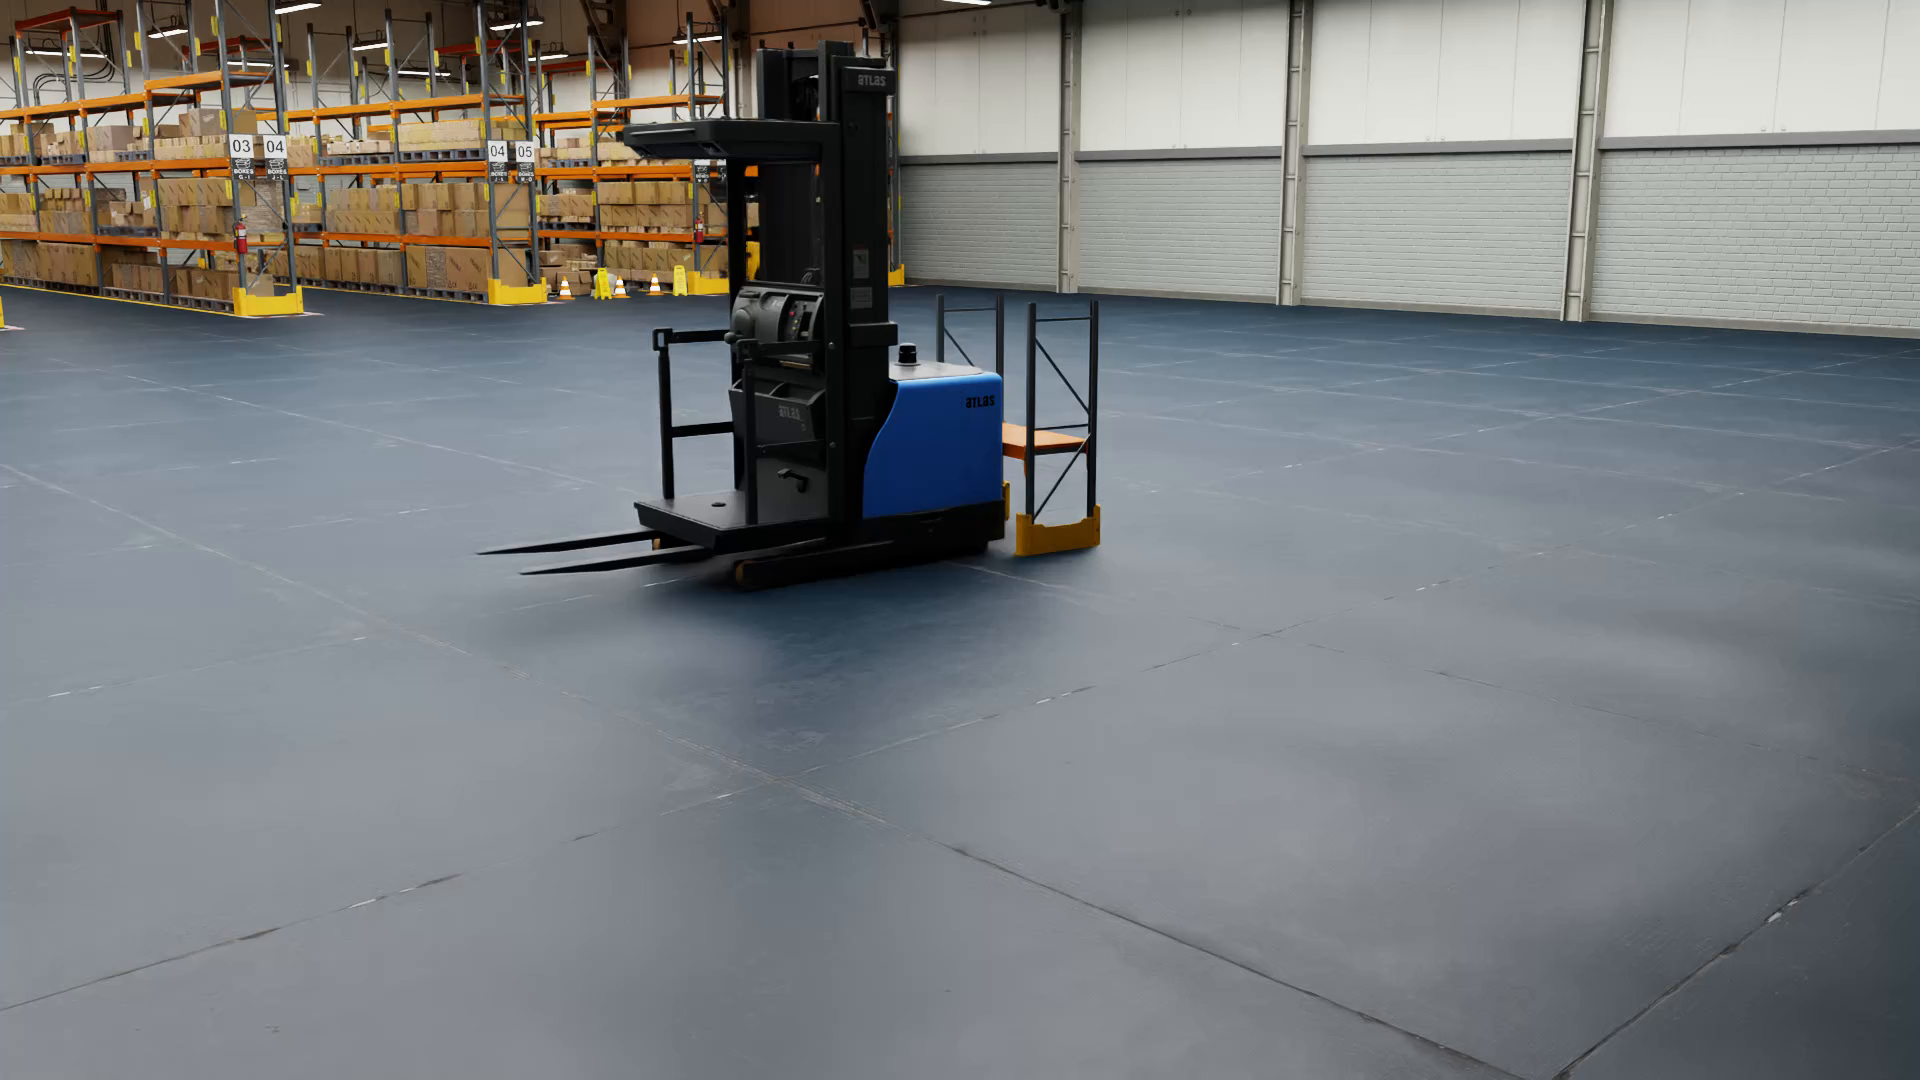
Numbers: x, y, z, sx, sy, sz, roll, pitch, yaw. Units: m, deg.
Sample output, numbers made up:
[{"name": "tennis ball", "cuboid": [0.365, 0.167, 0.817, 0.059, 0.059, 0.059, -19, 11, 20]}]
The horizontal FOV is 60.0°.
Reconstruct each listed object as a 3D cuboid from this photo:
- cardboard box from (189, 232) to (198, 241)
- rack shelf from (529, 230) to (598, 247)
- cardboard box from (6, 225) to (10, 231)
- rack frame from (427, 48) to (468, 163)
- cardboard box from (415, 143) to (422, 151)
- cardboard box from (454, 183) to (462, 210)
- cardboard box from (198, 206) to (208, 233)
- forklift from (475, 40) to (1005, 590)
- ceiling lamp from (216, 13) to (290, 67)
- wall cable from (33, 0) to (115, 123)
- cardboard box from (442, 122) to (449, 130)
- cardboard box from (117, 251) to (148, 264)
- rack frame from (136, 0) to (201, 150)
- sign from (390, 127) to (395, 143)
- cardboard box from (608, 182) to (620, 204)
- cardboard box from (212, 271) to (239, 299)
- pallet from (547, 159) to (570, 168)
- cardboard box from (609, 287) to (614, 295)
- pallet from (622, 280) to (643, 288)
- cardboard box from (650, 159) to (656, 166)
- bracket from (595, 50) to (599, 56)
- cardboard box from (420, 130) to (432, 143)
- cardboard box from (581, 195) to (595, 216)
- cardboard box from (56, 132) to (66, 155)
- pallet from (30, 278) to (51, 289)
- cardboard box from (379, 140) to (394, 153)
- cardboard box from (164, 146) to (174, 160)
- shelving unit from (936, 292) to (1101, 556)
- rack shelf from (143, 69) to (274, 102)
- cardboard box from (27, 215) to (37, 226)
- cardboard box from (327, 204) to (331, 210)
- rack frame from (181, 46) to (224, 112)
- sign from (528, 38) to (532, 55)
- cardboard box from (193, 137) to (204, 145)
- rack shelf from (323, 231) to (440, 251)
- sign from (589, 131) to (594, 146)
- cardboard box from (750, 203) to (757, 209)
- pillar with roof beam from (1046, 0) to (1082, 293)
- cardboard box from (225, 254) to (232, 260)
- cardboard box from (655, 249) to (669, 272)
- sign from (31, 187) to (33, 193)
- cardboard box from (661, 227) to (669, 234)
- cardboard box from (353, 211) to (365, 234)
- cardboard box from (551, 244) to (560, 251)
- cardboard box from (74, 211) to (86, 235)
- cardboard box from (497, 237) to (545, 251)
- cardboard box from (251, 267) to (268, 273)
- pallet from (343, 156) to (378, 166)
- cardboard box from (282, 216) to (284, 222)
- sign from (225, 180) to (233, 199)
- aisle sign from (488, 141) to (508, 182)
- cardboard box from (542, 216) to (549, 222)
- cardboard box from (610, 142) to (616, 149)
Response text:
[{"name": "cardboard box", "cuboid": [-14.438, -5.786, 31.683, 0.380, 0.149, 0.250, -11, 16, -43]}, {"name": "rack shelf", "cuboid": [-9.628, -7.520, 41.259, 1.077, 0.370, 4.000, -11, 16, -43]}, {"name": "cardboard box", "cuboid": [-22.805, -7.542, 40.209, 0.380, 0.149, 0.250, -11, 16, -43]}, {"name": "rack frame", "cuboid": [-13.771, -11.686, 44.832, 1.000, 3.000, 0.127, -11, 16, -43]}, {"name": "cardboard box", "cuboid": [-11.227, -8.265, 34.995, 0.380, 0.149, 0.250, -11, 16, -43]}, {"name": "cardboard box", "cuboid": [-9.958, -7.122, 34.498, 0.875, 0.550, 0.550, -11, 16, -43]}, {"name": "cardboard box", "cuboid": [-13.758, -6.029, 31.258, 0.875, 0.500, 0.500, -11, 16, -43]}, {"name": "forklift", "cuboid": [-1.214, -1.282, 9.371, 3.031, 2.935, 1.130, -9, 14, -36]}, {"name": "ceiling lamp", "cuboid": [-20.141, -15.182, 47.338, 2.000, 3.185, 0.800, -11, 16, -43]}, {"name": "wall cable", "cuboid": [-25.113, -13.770, 46.974, 2.277, 5.999, 0.120, -11, 16, -43]}, {"name": "cardboard box", "cuboid": [-10.350, -8.471, 34.017, 0.380, 0.149, 0.250, -11, 16, -43]}, {"name": "cardboard box", "cuboid": [-17.692, -6.048, 35.578, 0.500, 0.250, 0.500, -10, 15, -40]}, {"name": "rack frame", "cuboid": [-15.414, -9.137, 32.462, 1.000, 3.000, 0.127, -11, 16, -43]}, {"name": "sign", "cuboid": [-12.143, -8.675, 35.590, 0.100, 0.325, 0.005, -11, 16, -43]}, {"name": "cardboard box", "cuboid": [-7.763, -8.092, 38.794, 0.700, 0.500, 0.500, -11, 16, -42]}, {"name": "cardboard box", "cuboid": [-13.927, -4.867, 31.754, 0.500, 0.500, 0.500, -9, 15, -37]}, {"name": "pallet", "cuboid": [-9.314, -9.213, 40.728, 1.213, 0.211, 1.003, -11, 16, -43]}, {"name": "cardboard box", "cuboid": [-7.850, -5.510, 36.786, 0.380, 0.149, 0.250, -3, 12, -13]}, {"name": "pallet", "cuboid": [-7.757, -6.121, 39.599, 1.003, 0.211, 1.213, -11, 16, -43]}, {"name": "cardboard box", "cuboid": [-6.797, -8.546, 37.649, 0.250, 0.149, 0.380, 11, 16, 44]}, {"name": "bracket", "cuboid": [-10.556, -14.379, 48.985, 0.235, 0.232, 0.430, -11, 16, -43]}, {"name": "cardboard box", "cuboid": [-10.923, -8.414, 34.731, 0.500, 0.250, 0.500, -11, 16, -43]}, {"name": "cardboard box", "cuboid": [-8.732, -8.016, 39.859, 0.500, 0.500, 0.500, -11, 16, -44]}, {"name": "cardboard box", "cuboid": [-19.603, -8.803, 36.978, 0.797, 0.503, 0.637, -11, 16, -43]}, {"name": "pallet", "cuboid": [-21.407, -6.123, 39.607, 1.003, 0.211, 1.213, -11, 16, -43]}, {"name": "cardboard box", "cuboid": [-12.360, -8.607, 36.402, 0.500, 0.250, 0.500, -11, 16, -42]}, {"name": "cardboard box", "cuboid": [-14.919, -7.417, 31.916, 0.500, 0.250, 0.500, -11, 16, -43]}, {"name": "shelving unit", "cuboid": [0.334, -0.761, 10.388, 0.587, 1.500, 1.083, -7, 14, -32]}, {"name": "rack shelf", "cuboid": [-14.033, -8.492, 31.118, 1.077, 0.370, 4.000, -11, 16, -43]}, {"name": "cardboard box", "cuboid": [-21.433, -7.467, 38.854, 0.500, 0.250, 0.500, -11, 16, -44]}, {"name": "cardboard box", "cuboid": [-14.886, -7.967, 39.754, 0.250, 0.149, 0.380, 11, 16, 44]}, {"name": "rack frame", "cuboid": [-20.044, -11.565, 44.245, 1.000, 3.000, 0.127, -11, 16, -43]}, {"name": "sign", "cuboid": [-8.589, -9.842, 33.172, 0.100, 0.325, 0.005, -11, 16, -43]}, {"name": "cardboard box", "cuboid": [-13.962, -7.394, 30.818, 0.250, 0.149, 0.380, 11, 16, 42]}, {"name": "rack shelf", "cuboid": [-13.138, -6.815, 37.840, 1.077, 0.370, 4.000, -11, 16, -43]}, {"name": "sign", "cuboid": [-8.646, -9.417, 38.997, 0.100, 0.325, 0.005, -11, 16, -43]}, {"name": "cardboard box", "cuboid": [-5.247, -8.693, 43.317, 0.380, 0.149, 0.250, -11, 16, -43]}, {"name": "pillar with roof beam", "cuboid": [-0.696, -9.378, 33.632, 9.100, 9.000, 0.548, -11, 16, -43]}, {"name": "cardboard box", "cuboid": [-19.005, -7.415, 43.516, 0.380, 0.149, 0.250, -11, 16, -42]}, {"name": "cardboard box", "cuboid": [-6.589, -6.379, 37.854, 0.500, 0.500, 0.500, -10, 15, -40]}, {"name": "sign", "cuboid": [-23.299, -8.707, 41.784, 0.100, 0.325, 0.005, -11, 16, -43]}, {"name": "cardboard box", "cuboid": [-6.514, -6.993, 37.544, 0.380, 0.149, 0.250, -11, 16, -42]}, {"name": "cardboard box", "cuboid": [-13.361, -7.185, 37.603, 0.500, 0.500, 0.500, -11, 16, -43]}, {"name": "cardboard box", "cuboid": [-12.030, -8.772, 50.711, 0.700, 0.500, 0.500, -10, 15, -40]}, {"name": "cardboard box", "cuboid": [-19.036, -6.943, 36.430, 0.500, 0.500, 0.500, -11, 16, -43]}, {"name": "cardboard box", "cuboid": [-11.426, -7.441, 43.321, 0.875, 0.875, 0.875, -11, 16, -43]}, {"name": "cardboard box", "cuboid": [-17.799, -6.862, 42.310, 0.380, 0.149, 0.250, -11, 16, -42]}, {"name": "pallet", "cuboid": [-13.262, -8.587, 37.690, 1.003, 0.211, 1.213, -10, 15, -40]}, {"name": "cardboard box", "cuboid": [-16.265, -7.777, 40.308, 0.250, 0.149, 0.380, 11, 16, 43]}, {"name": "sign", "cuboid": [-13.067, -6.263, 29.724, 0.100, 0.325, 0.005, -11, 16, -43]}, {"name": "aisle sign", "cuboid": [-9.163, -7.513, 33.001, 0.394, 0.787, 0.004, -11, 16, -43]}, {"name": "cardboard box", "cuboid": [-10.194, -8.014, 41.456, 0.380, 0.149, 0.250, -10, 15, -39]}, {"name": "cardboard box", "cuboid": [-7.889, -9.152, 38.611, 0.250, 0.149, 0.380, 11, 16, 43]}]
